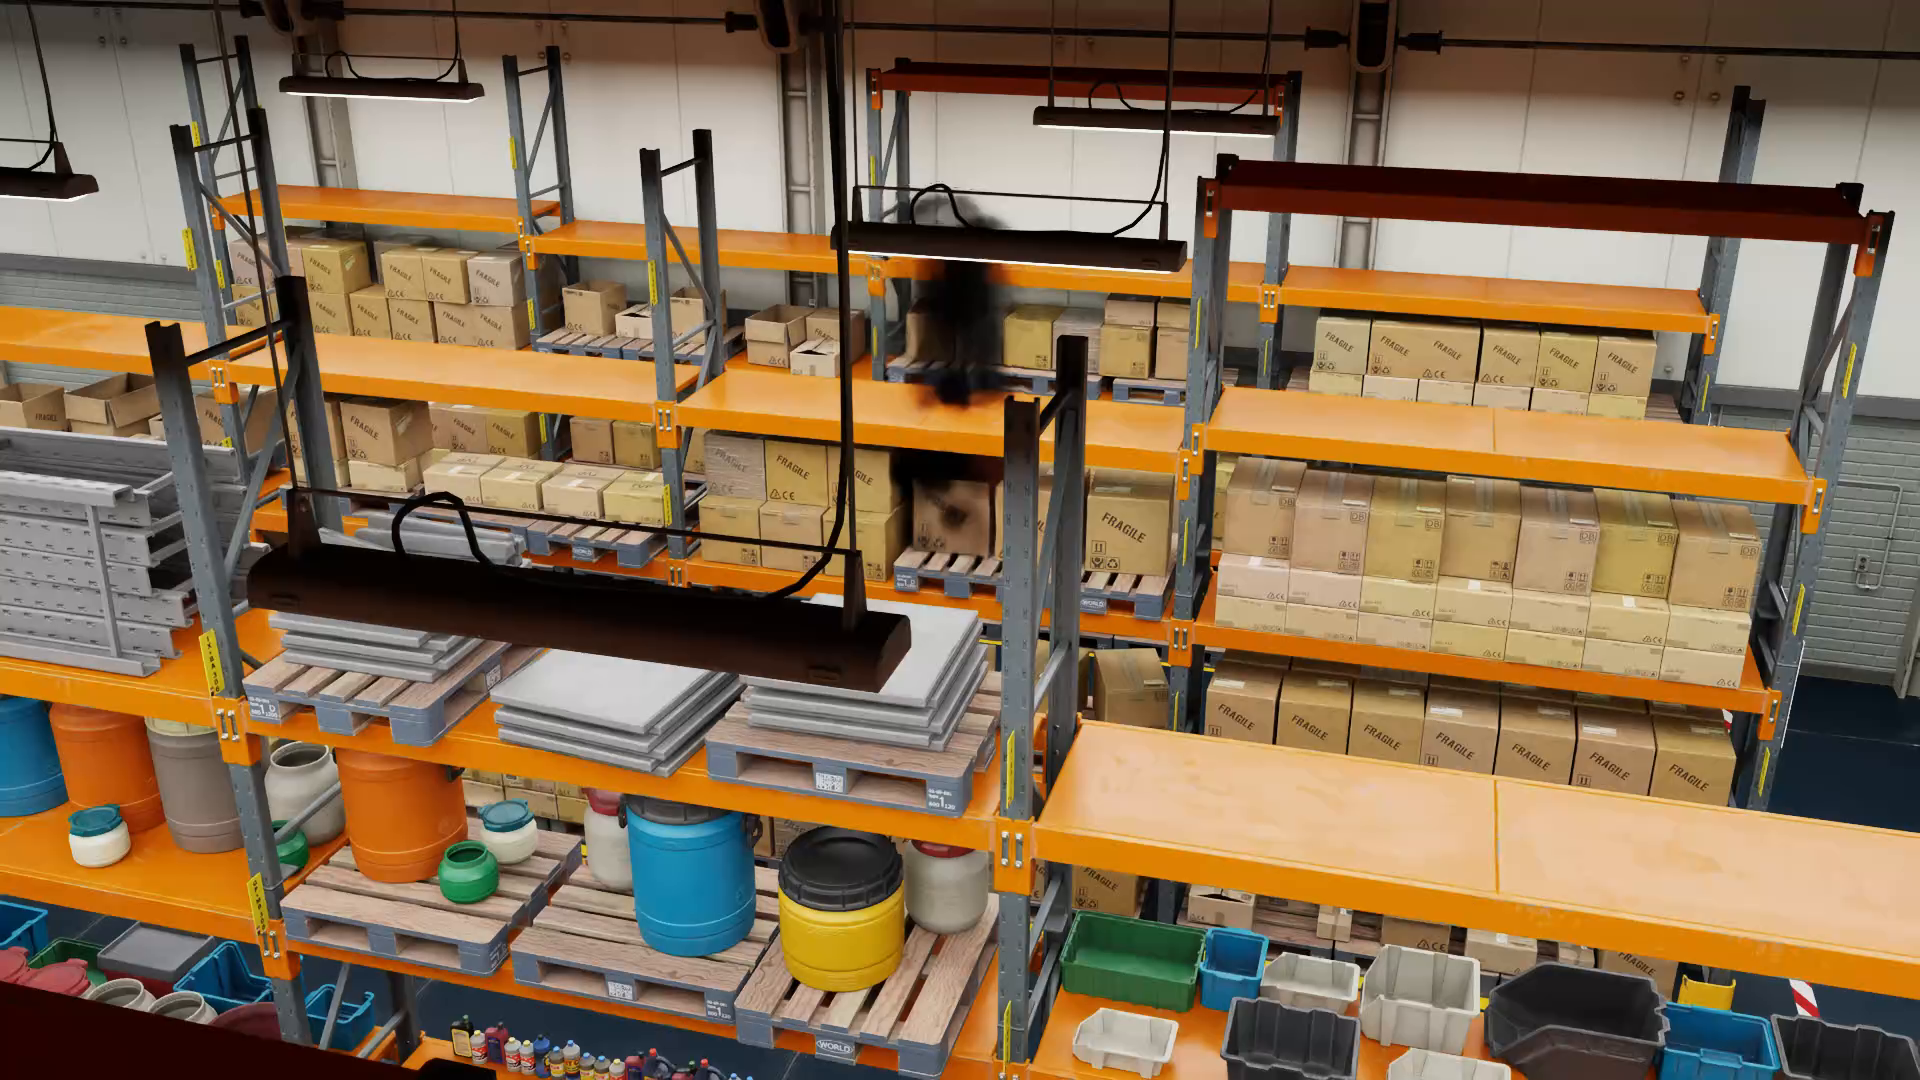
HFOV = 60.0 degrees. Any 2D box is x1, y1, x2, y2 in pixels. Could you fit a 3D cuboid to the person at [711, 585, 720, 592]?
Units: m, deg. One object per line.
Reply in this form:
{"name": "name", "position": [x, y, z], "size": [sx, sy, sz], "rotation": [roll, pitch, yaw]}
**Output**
{"name": "person", "position": [-2.299, 1.136, 16.018], "size": [0.647, 1.539, 0.547], "rotation": [8, 24, 19]}
